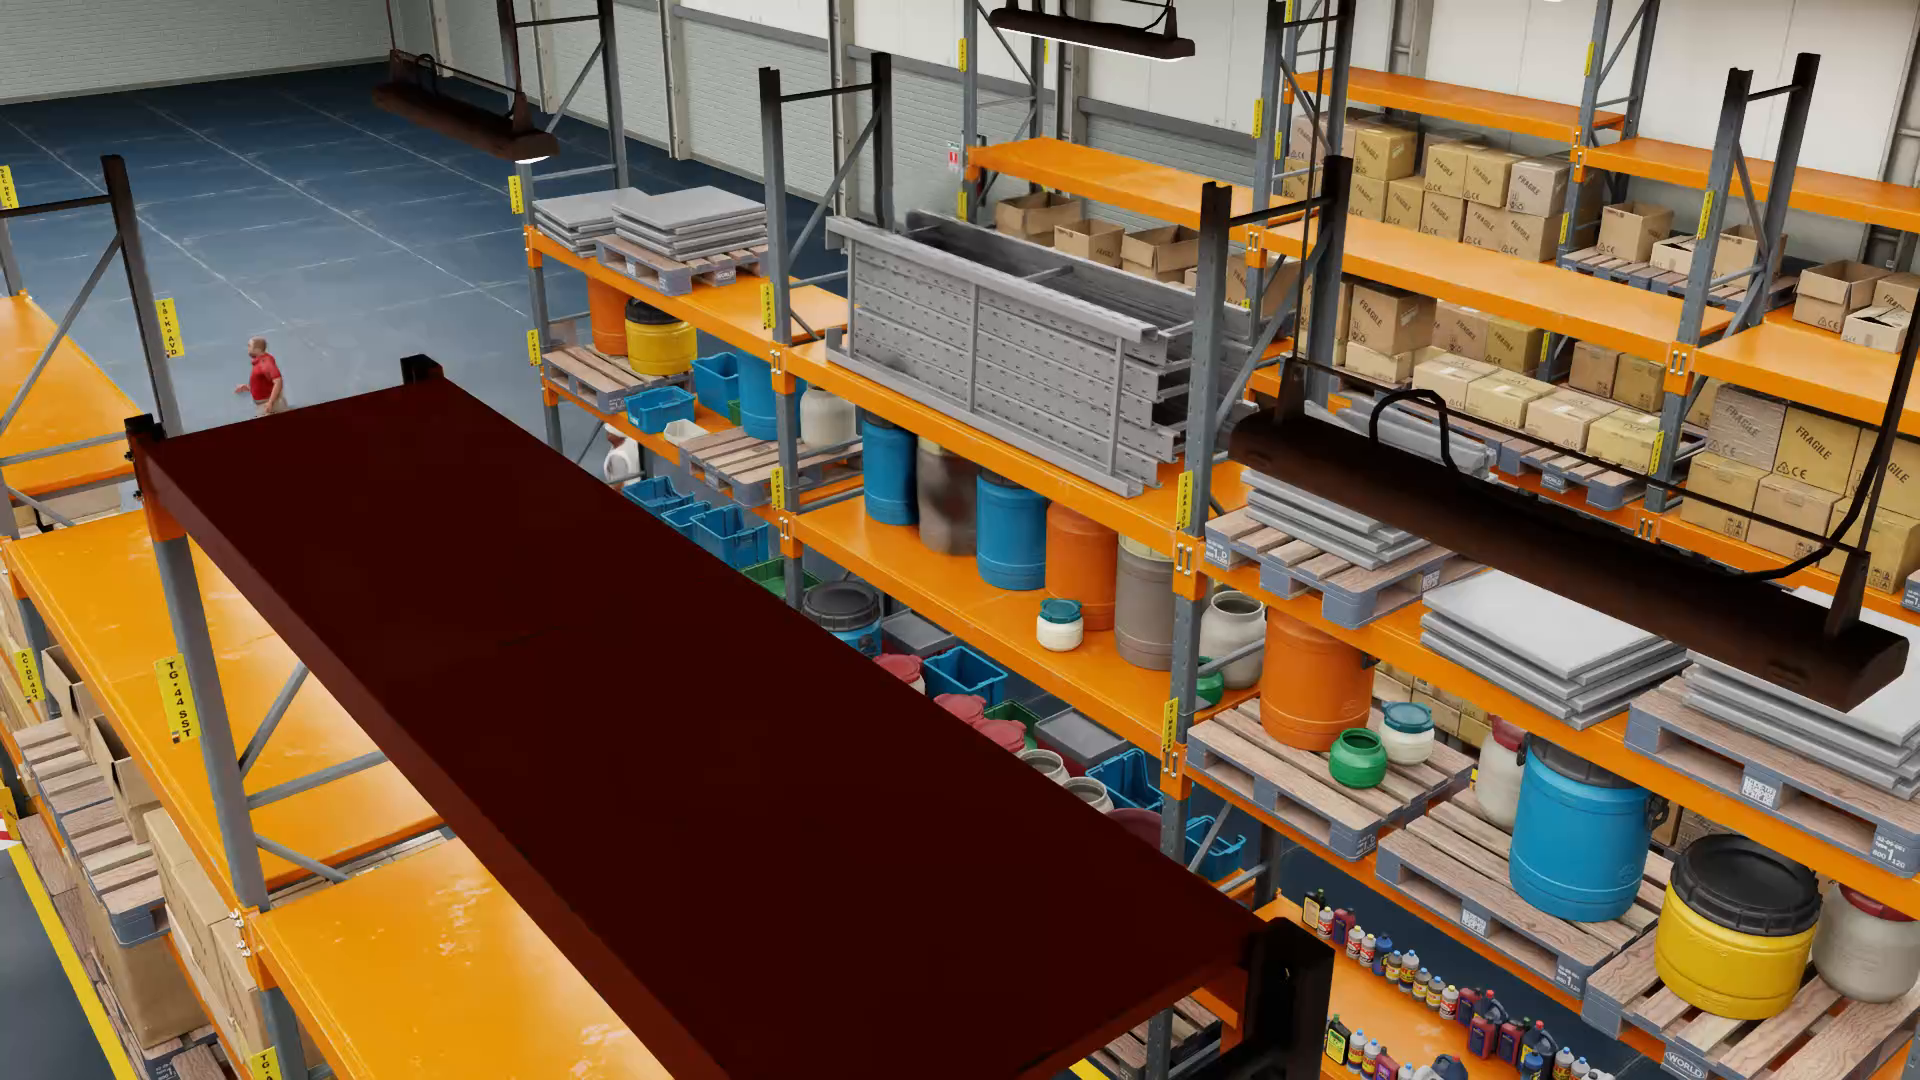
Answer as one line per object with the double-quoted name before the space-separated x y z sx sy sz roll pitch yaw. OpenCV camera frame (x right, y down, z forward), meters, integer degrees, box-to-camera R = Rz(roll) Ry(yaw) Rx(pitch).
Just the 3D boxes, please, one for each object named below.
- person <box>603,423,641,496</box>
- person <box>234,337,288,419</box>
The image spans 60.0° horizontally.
"person" -3.530 -0.506 17.357 0.545 1.706 0.733 2 26 5
"person" -8.148 -1.551 19.525 0.658 1.723 0.684 -6 26 -12
